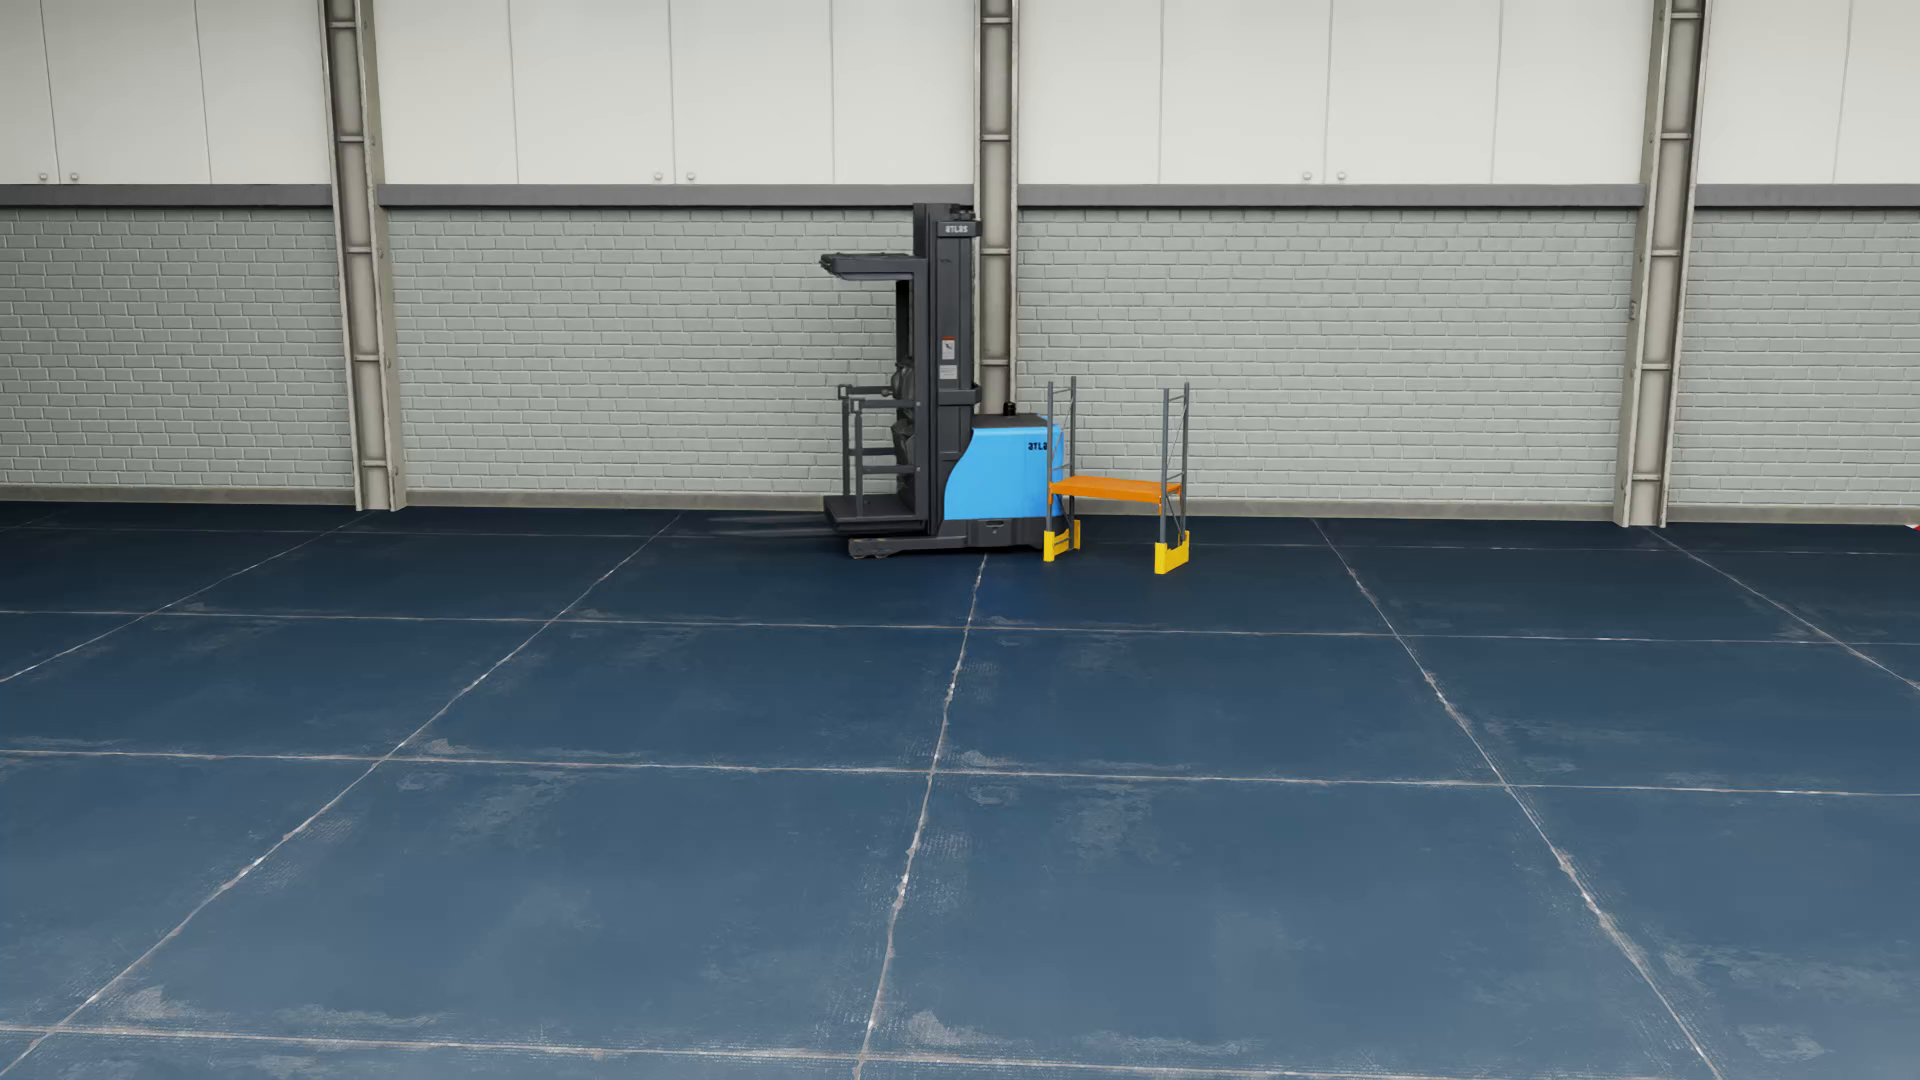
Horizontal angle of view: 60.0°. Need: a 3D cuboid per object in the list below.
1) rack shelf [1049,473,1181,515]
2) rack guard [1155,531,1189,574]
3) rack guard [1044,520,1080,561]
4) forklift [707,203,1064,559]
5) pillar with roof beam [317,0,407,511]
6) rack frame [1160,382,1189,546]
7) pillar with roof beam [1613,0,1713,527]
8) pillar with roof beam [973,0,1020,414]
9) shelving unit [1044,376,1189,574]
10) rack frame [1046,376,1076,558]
[{"bbox_3d":[1.300,-0.387,13.833,1.000,0.185,0.538,6,13,28],"label":"rack shelf"},{"bbox_3d":[1.747,0.098,13.689,0.087,0.250,0.587,6,13,28],"label":"rack guard"},{"bbox_3d":[0.870,0.001,14.152,0.087,0.250,0.587,6,13,28],"label":"rack guard"},{"bbox_3d":[-0.670,-1.388,14.247,3.031,2.935,1.130,-2,12,-10],"label":"forklift"},{"bbox_3d":[-5.942,-3.839,11.142,0.400,9.000,9.100,1,12,4],"label":"pillar with roof beam"},{"bbox_3d":[1.748,-0.514,13.560,0.032,1.500,0.500,6,13,28],"label":"rack frame"},{"bbox_3d":[6.031,-3.675,10.357,0.400,9.000,9.100,1,12,4],"label":"pillar with roof beam"},{"bbox_3d":[0.044,-3.757,10.749,0.400,9.000,9.100,1,12,4],"label":"pillar with roof beam"},{"bbox_3d":[1.308,-0.562,13.792,1.083,1.500,0.587,6,13,28],"label":"shelving unit"},{"bbox_3d":[0.853,-0.612,14.033,0.032,1.500,0.500,6,13,28],"label":"rack frame"}]
